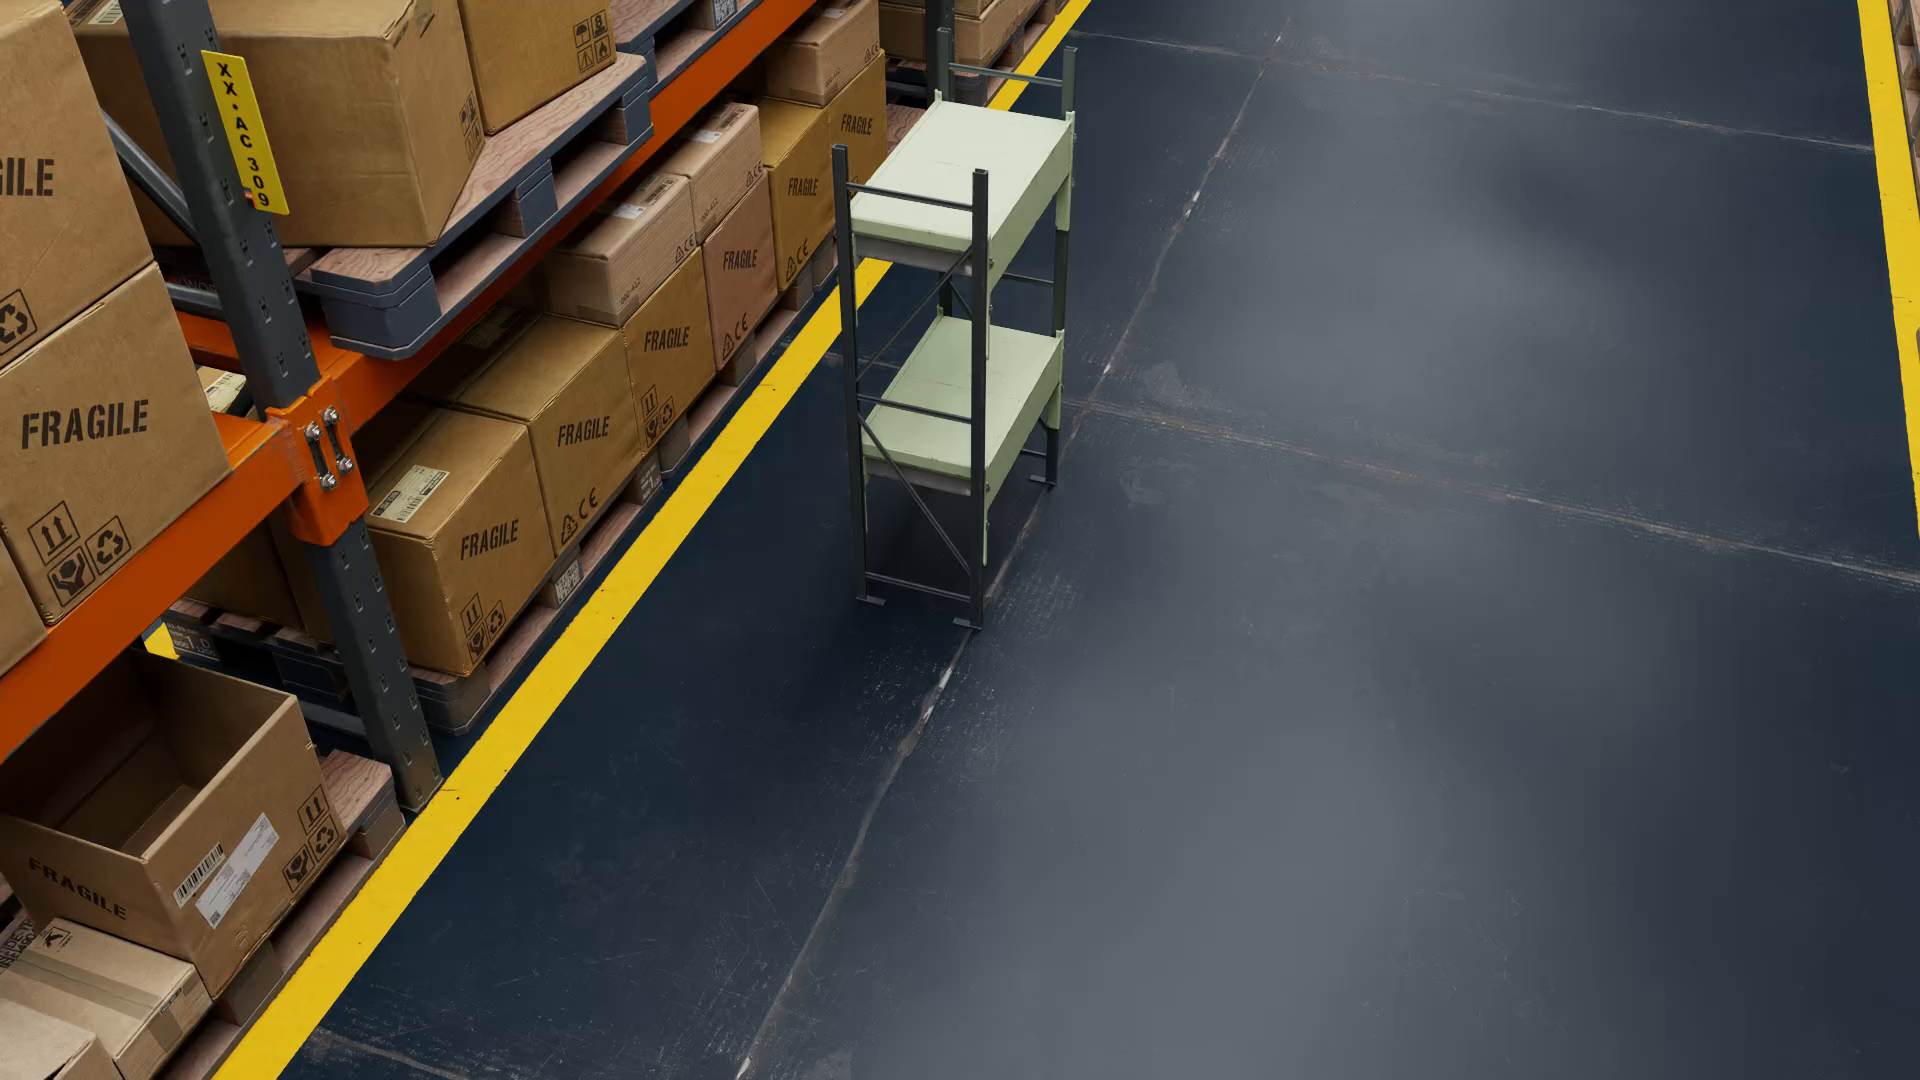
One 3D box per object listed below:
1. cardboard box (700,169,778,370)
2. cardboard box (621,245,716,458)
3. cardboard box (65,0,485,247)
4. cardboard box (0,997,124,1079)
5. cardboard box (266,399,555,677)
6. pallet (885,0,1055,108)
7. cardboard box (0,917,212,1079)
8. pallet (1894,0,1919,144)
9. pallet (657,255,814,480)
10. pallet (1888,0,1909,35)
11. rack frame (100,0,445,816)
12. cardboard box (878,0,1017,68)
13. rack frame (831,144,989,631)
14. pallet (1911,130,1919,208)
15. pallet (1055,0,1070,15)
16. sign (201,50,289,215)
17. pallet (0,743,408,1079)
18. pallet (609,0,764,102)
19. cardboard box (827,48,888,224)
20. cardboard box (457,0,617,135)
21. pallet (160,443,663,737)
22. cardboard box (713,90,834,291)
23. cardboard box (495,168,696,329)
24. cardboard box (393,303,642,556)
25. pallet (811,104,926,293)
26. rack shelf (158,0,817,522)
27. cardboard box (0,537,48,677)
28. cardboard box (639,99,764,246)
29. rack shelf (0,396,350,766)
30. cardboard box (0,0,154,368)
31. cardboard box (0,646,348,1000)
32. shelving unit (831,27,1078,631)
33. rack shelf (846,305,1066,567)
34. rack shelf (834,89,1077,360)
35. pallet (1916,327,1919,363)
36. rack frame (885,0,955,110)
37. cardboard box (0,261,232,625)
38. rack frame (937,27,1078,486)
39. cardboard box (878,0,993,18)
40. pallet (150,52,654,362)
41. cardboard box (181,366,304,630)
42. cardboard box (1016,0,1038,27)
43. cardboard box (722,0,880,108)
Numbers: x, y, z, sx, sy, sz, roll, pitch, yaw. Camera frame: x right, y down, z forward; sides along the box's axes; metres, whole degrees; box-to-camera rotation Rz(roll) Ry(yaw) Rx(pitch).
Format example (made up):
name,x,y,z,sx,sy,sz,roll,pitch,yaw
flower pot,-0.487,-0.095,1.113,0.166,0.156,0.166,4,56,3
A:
name,x,y,z,sx,sy,sz,roll,pitch,yaw
cardboard box,-0.962,-0.958,5.648,0.500,0.500,0.500,12,42,13
cardboard box,-1.135,-0.649,5.287,0.500,0.500,0.500,14,42,16
cardboard box,-1.508,-0.998,3.708,0.700,0.500,0.500,0,40,0
cardboard box,-2.064,1.162,3.309,0.500,0.311,0.500,13,42,15
cardboard box,-1.485,-0.018,4.547,0.500,0.500,0.500,11,42,13
pallet,-0.194,-2.433,7.939,1.003,0.211,1.213,13,42,15
cardboard box,-1.880,1.009,3.614,0.380,0.149,0.250,13,42,15
pallet,4.832,-2.061,7.503,1.003,0.211,1.213,13,42,15
pallet,-1.222,-0.751,5.968,1.003,0.211,1.213,13,42,15
pallet,5.247,-2.807,8.378,1.003,0.211,1.213,13,42,15
rack frame,-1.880,-0.561,3.596,1.000,3.000,0.127,13,42,15
cardboard box,-0.057,-2.369,7.510,0.500,0.250,0.500,13,42,15
rack frame,-0.123,-0.351,4.506,0.400,1.500,0.023,13,42,15
pallet,4.413,-1.319,6.633,1.003,0.211,1.213,13,42,15
pallet,0.225,-3.175,8.809,1.003,0.211,1.213,13,42,15
sign,-1.367,-0.775,3.180,0.100,0.325,0.005,13,42,15
pallet,-2.115,0.919,4.011,1.003,0.211,1.213,13,42,15
pallet,-1.173,-1.741,5.127,1.003,0.211,1.213,13,42,15
cardboard box,-0.611,-1.595,6.395,0.500,0.500,0.500,15,43,17
cardboard box,-1.332,-1.432,4.216,0.700,0.500,0.500,20,44,22
pallet,-1.637,-0.005,5.093,1.003,0.211,1.213,13,42,15
cardboard box,-0.788,-1.279,6.025,0.500,0.500,0.500,12,42,14
cardboard box,-1.143,-0.914,5.019,0.500,0.250,0.500,13,42,15
cardboard box,-1.313,-0.346,4.932,0.500,0.500,0.500,14,42,16
pallet,-0.803,-1.493,6.837,1.003,0.211,1.213,13,42,15
rack shelf,-1.196,-1.507,5.260,1.077,0.370,4.000,13,42,15
cardboard box,-1.985,0.078,2.771,0.500,0.500,0.500,14,43,16
cardboard box,-0.972,-1.220,5.378,0.500,0.250,0.500,13,42,14
rack shelf,-2.564,0.932,2.400,1.077,0.370,4.000,13,42,15
cardboard box,-1.809,-0.614,2.811,0.500,0.500,0.500,14,42,15
cardboard box,-1.808,0.633,3.784,0.500,0.500,0.500,13,42,15
shelving unit,0.002,-0.575,4.768,0.431,1.500,0.755,13,42,15
rack shelf,0.002,-0.327,4.980,0.431,0.370,0.720,13,42,15
rack shelf,0.002,-0.872,4.515,0.431,0.370,0.720,13,42,15
pallet,3.804,-0.379,5.531,1.003,0.211,1.213,13,42,15
rack frame,-0.512,-3.001,6.456,1.000,3.000,0.127,13,42,15
cardboard box,-1.810,-0.237,3.140,0.500,0.500,0.500,14,42,16
rack frame,0.127,-0.798,5.030,0.400,1.500,0.023,13,42,15
cardboard box,-0.057,-2.582,7.328,0.500,0.311,0.500,15,43,17
pallet,-1.504,-0.951,4.202,1.003,0.211,1.213,13,42,15
cardboard box,-1.980,-0.142,4.692,0.500,0.500,0.500,13,42,15
cardboard box,0.114,-2.675,7.870,0.500,0.250,0.500,12,42,14
cardboard box,-0.626,-1.845,6.110,0.500,0.250,0.500,15,43,17
